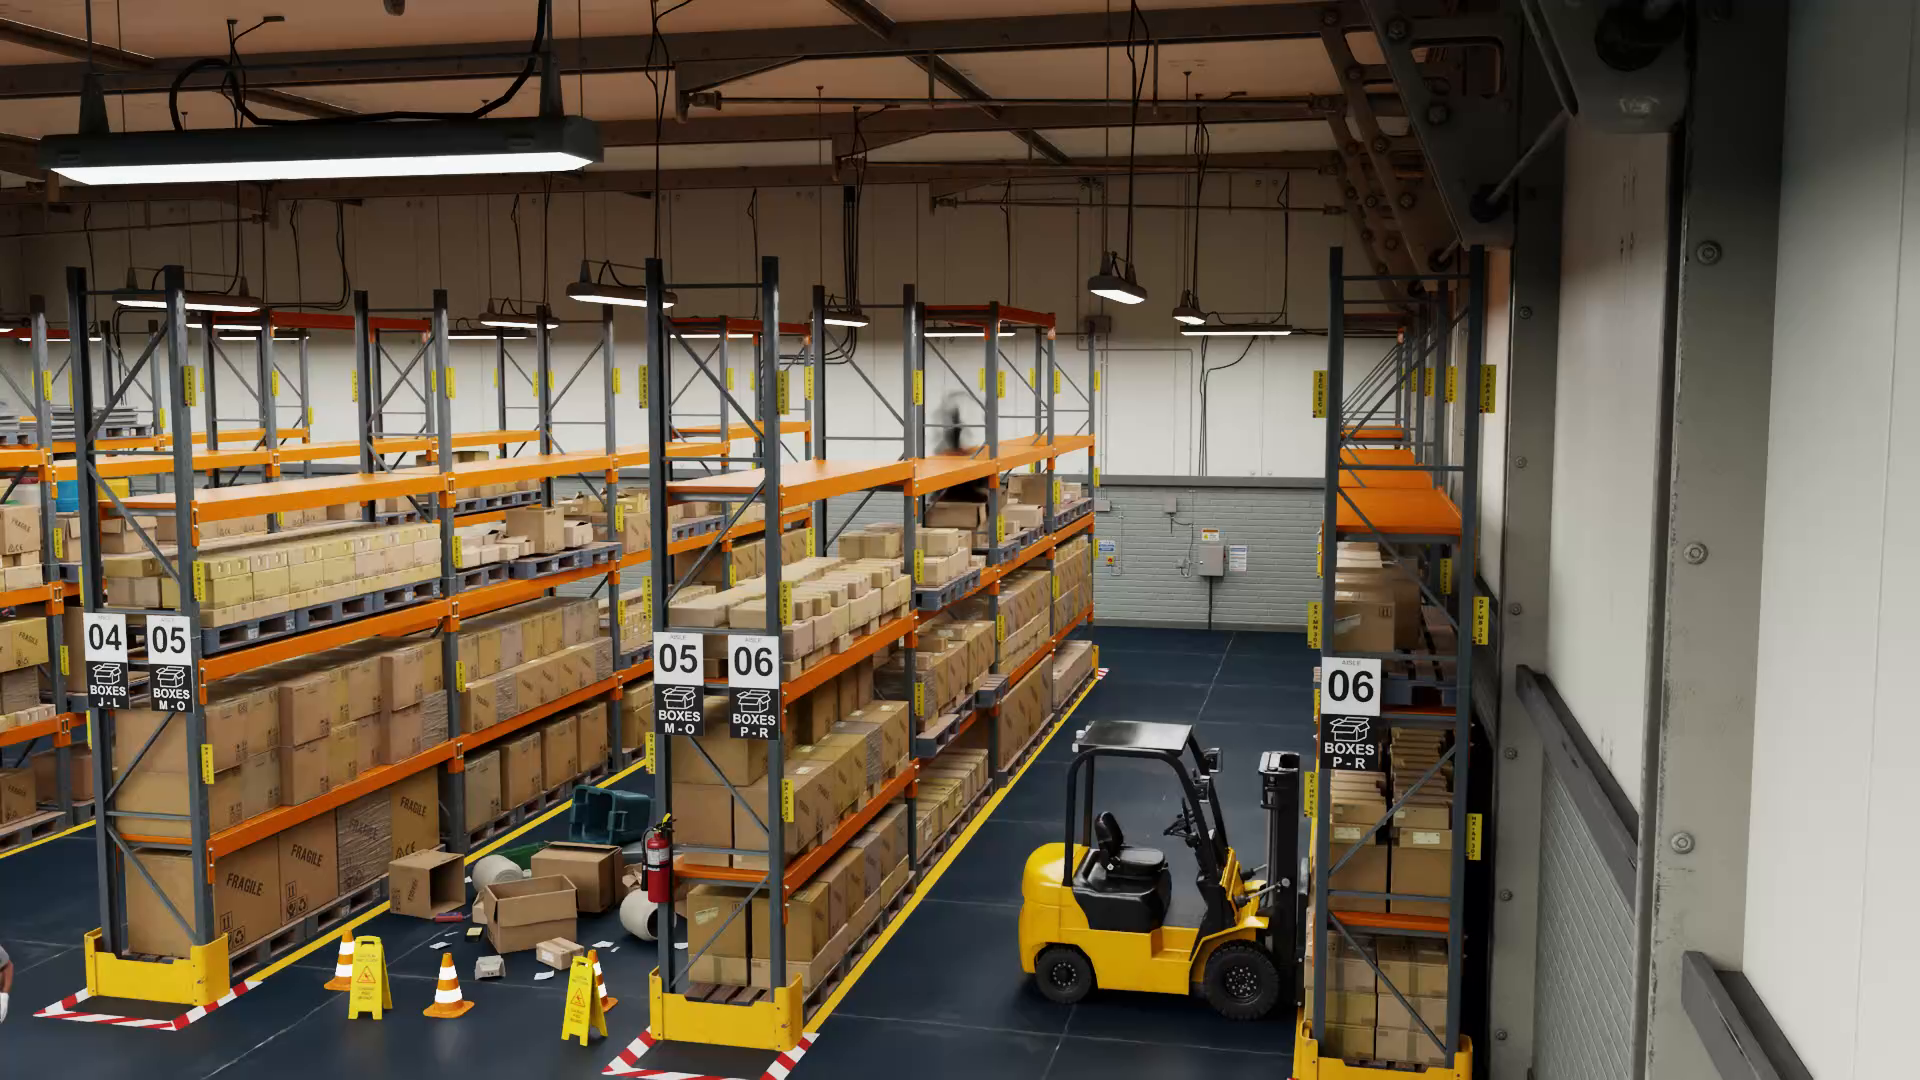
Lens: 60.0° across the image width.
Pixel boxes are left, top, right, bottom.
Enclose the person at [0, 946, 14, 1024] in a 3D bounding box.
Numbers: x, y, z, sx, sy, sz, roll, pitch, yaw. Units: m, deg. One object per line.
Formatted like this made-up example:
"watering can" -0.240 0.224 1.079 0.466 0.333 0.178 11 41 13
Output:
"person" -6.535 3.202 10.821 0.691 1.779 0.911 -3 7 -29
